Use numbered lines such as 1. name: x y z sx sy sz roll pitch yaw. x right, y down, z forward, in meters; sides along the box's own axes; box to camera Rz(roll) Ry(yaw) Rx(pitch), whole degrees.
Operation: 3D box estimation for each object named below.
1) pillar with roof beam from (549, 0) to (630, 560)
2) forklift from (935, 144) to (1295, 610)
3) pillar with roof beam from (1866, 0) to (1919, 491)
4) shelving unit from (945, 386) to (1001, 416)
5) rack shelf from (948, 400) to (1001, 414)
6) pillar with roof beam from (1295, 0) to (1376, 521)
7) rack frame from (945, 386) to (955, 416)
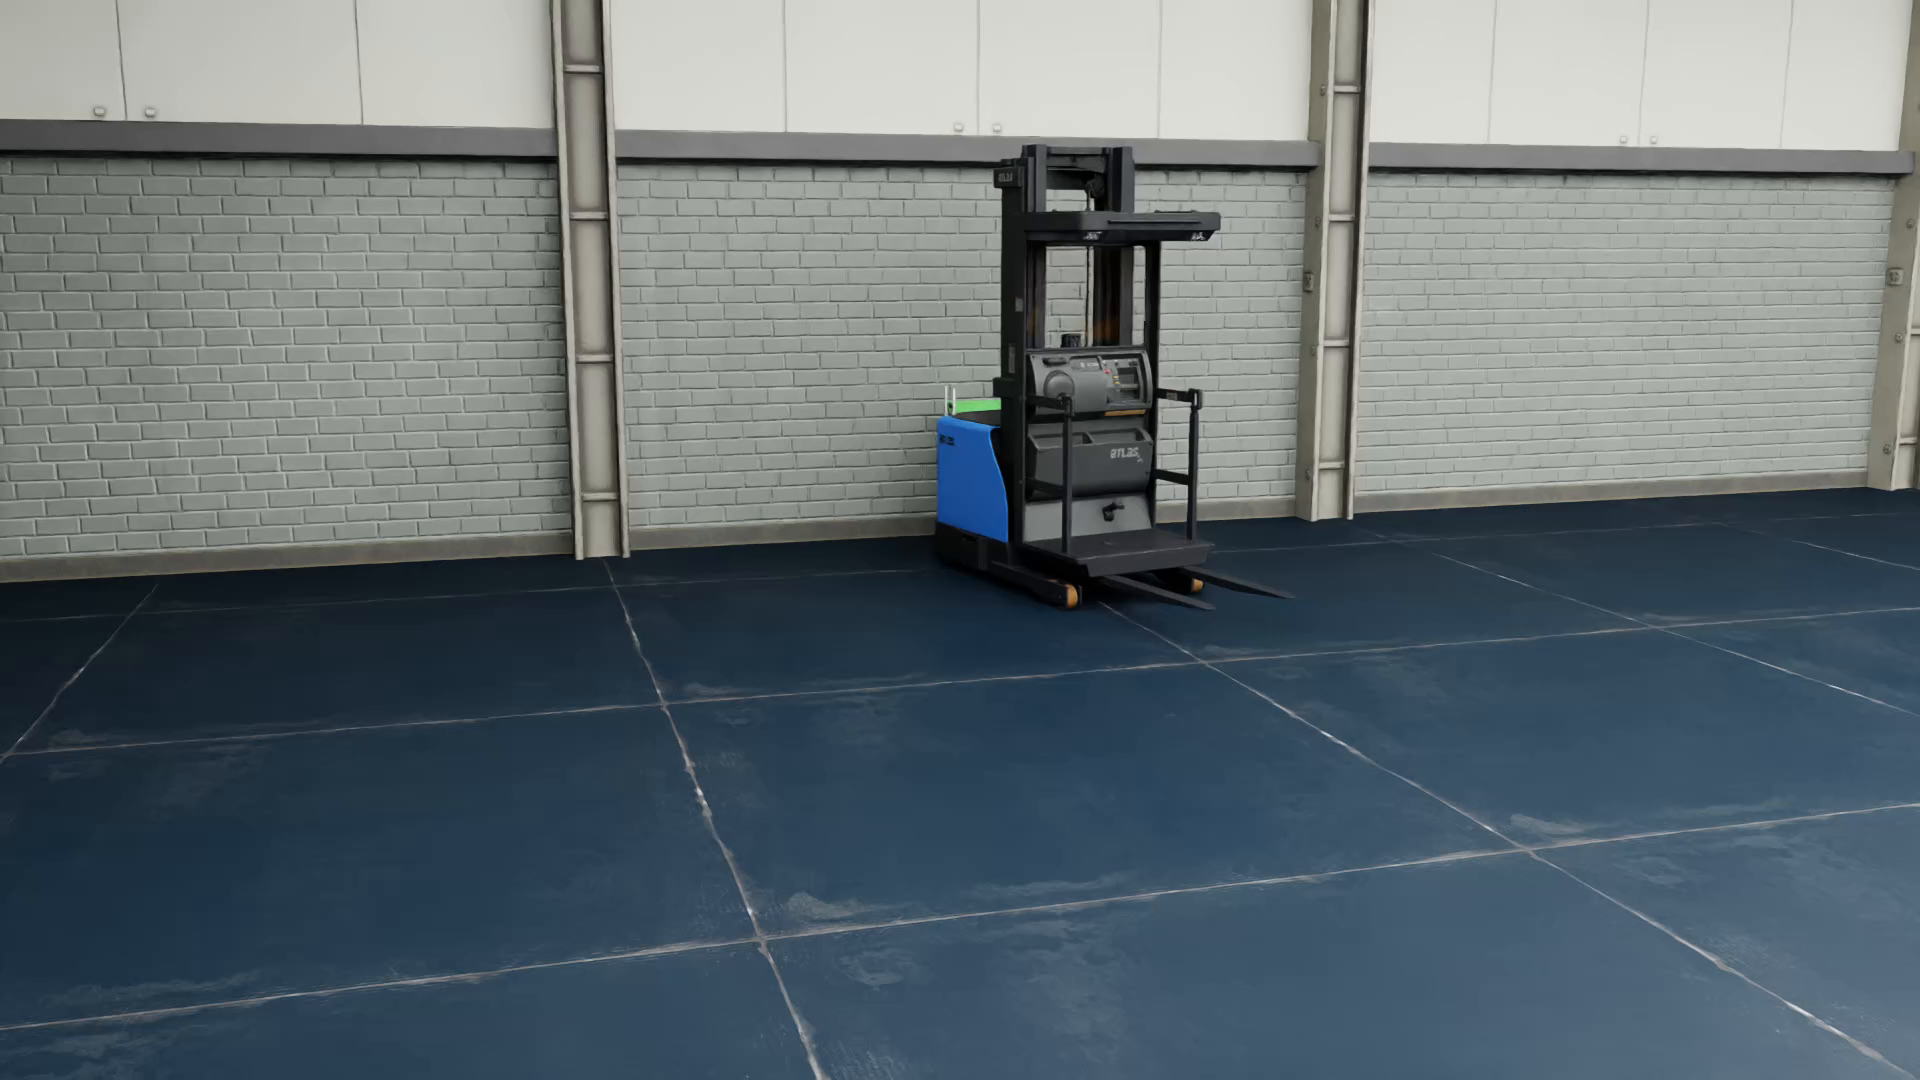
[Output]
1. pillar with roof beam: -1.479 -3.566 7.561 0.400 9.000 9.100 -3 11 -16
2. forklift: 0.980 -1.090 10.874 1.130 2.935 3.031 -6 12 -29
3. pillar with roof beam: 10.043 -4.173 10.860 0.400 9.000 9.100 -3 11 -16
4. shelving unit: 0.159 -0.598 12.983 0.503 1.200 0.258 -3 11 -16
5. rack shelf: 0.159 -1.008 12.908 0.480 0.148 0.258 -3 11 -16
6. pillar with roof beam: 4.282 -3.869 9.210 0.400 9.000 9.100 -3 11 -16
7. rack frame: -0.075 -0.586 12.916 0.015 1.200 0.240 -3 11 -16
